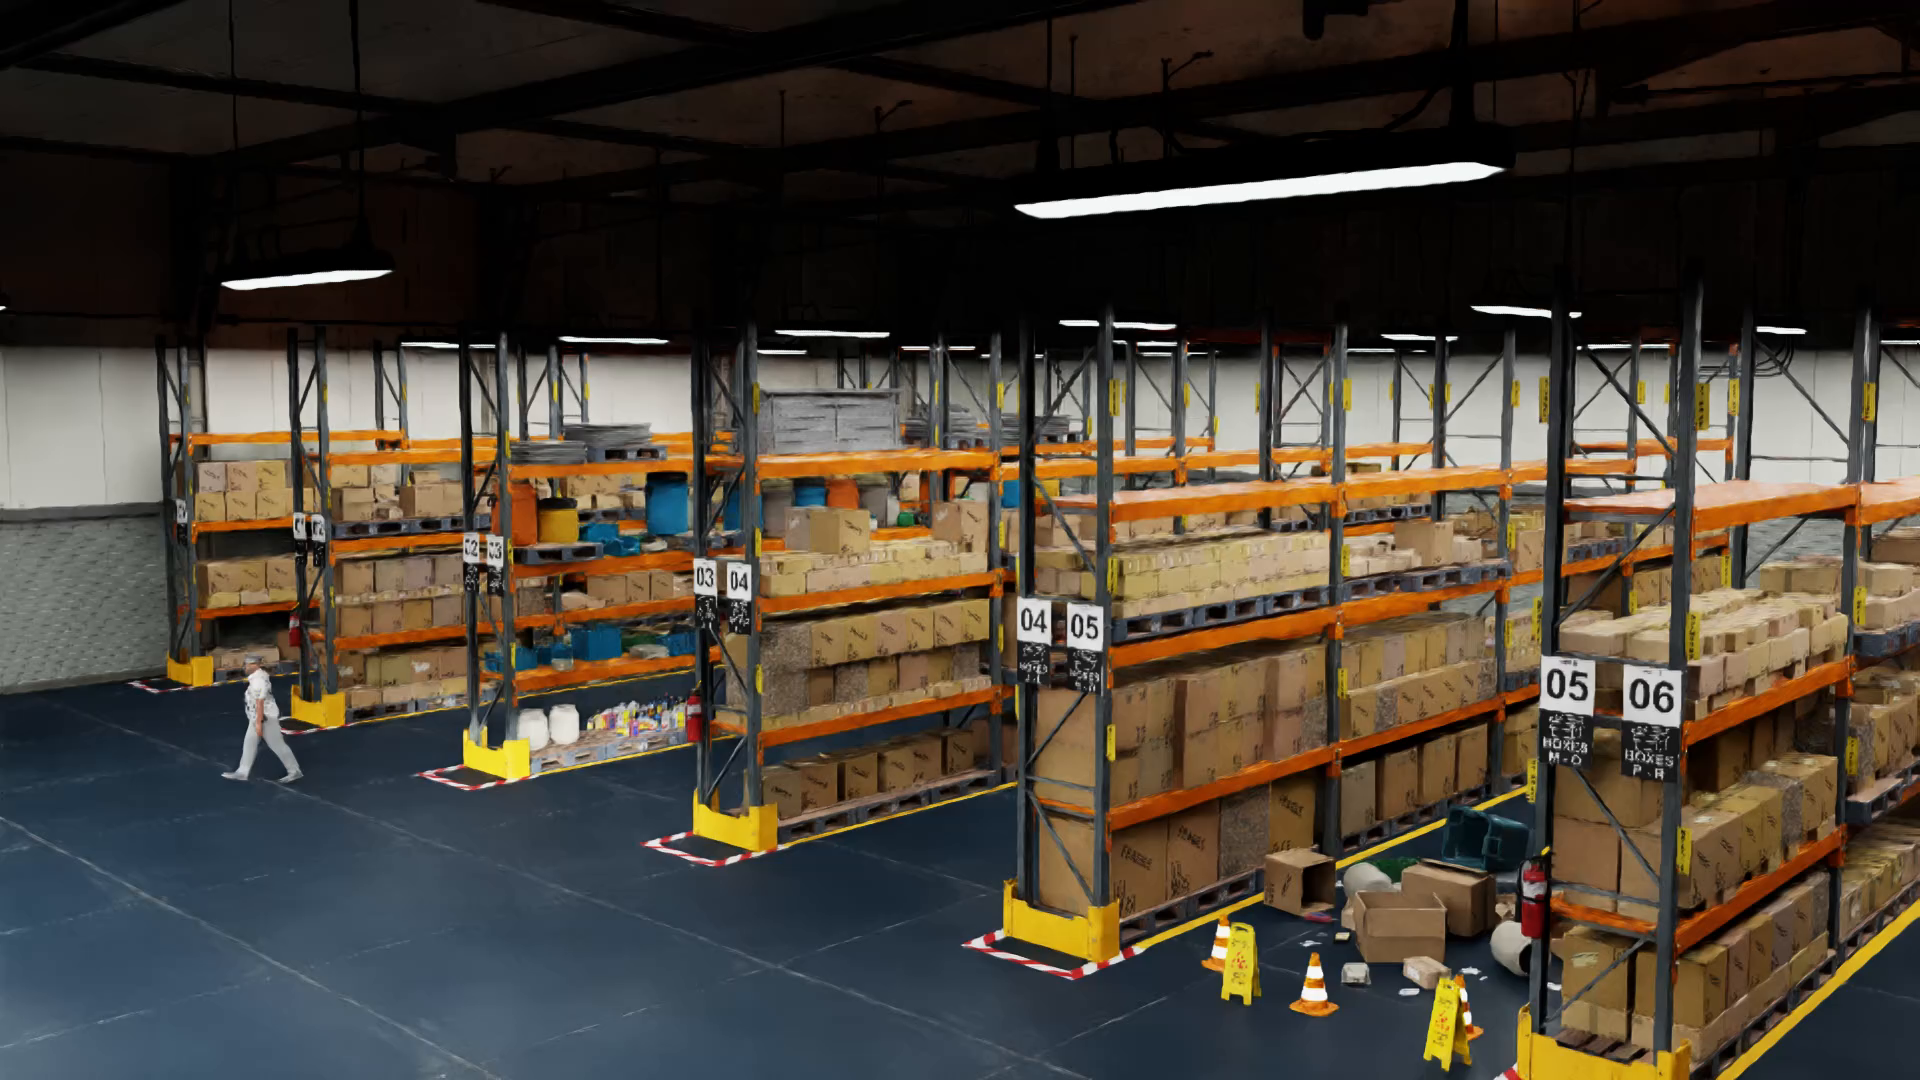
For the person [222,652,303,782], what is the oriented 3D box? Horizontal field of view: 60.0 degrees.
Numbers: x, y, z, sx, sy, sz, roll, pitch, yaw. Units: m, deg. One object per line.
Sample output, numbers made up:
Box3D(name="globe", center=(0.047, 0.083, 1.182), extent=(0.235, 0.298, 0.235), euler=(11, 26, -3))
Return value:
Box3D(name="person", center=(-9.060, 2.293, 21.525), extent=(0.967, 1.707, 0.586), euler=(-2, 6, -23))
